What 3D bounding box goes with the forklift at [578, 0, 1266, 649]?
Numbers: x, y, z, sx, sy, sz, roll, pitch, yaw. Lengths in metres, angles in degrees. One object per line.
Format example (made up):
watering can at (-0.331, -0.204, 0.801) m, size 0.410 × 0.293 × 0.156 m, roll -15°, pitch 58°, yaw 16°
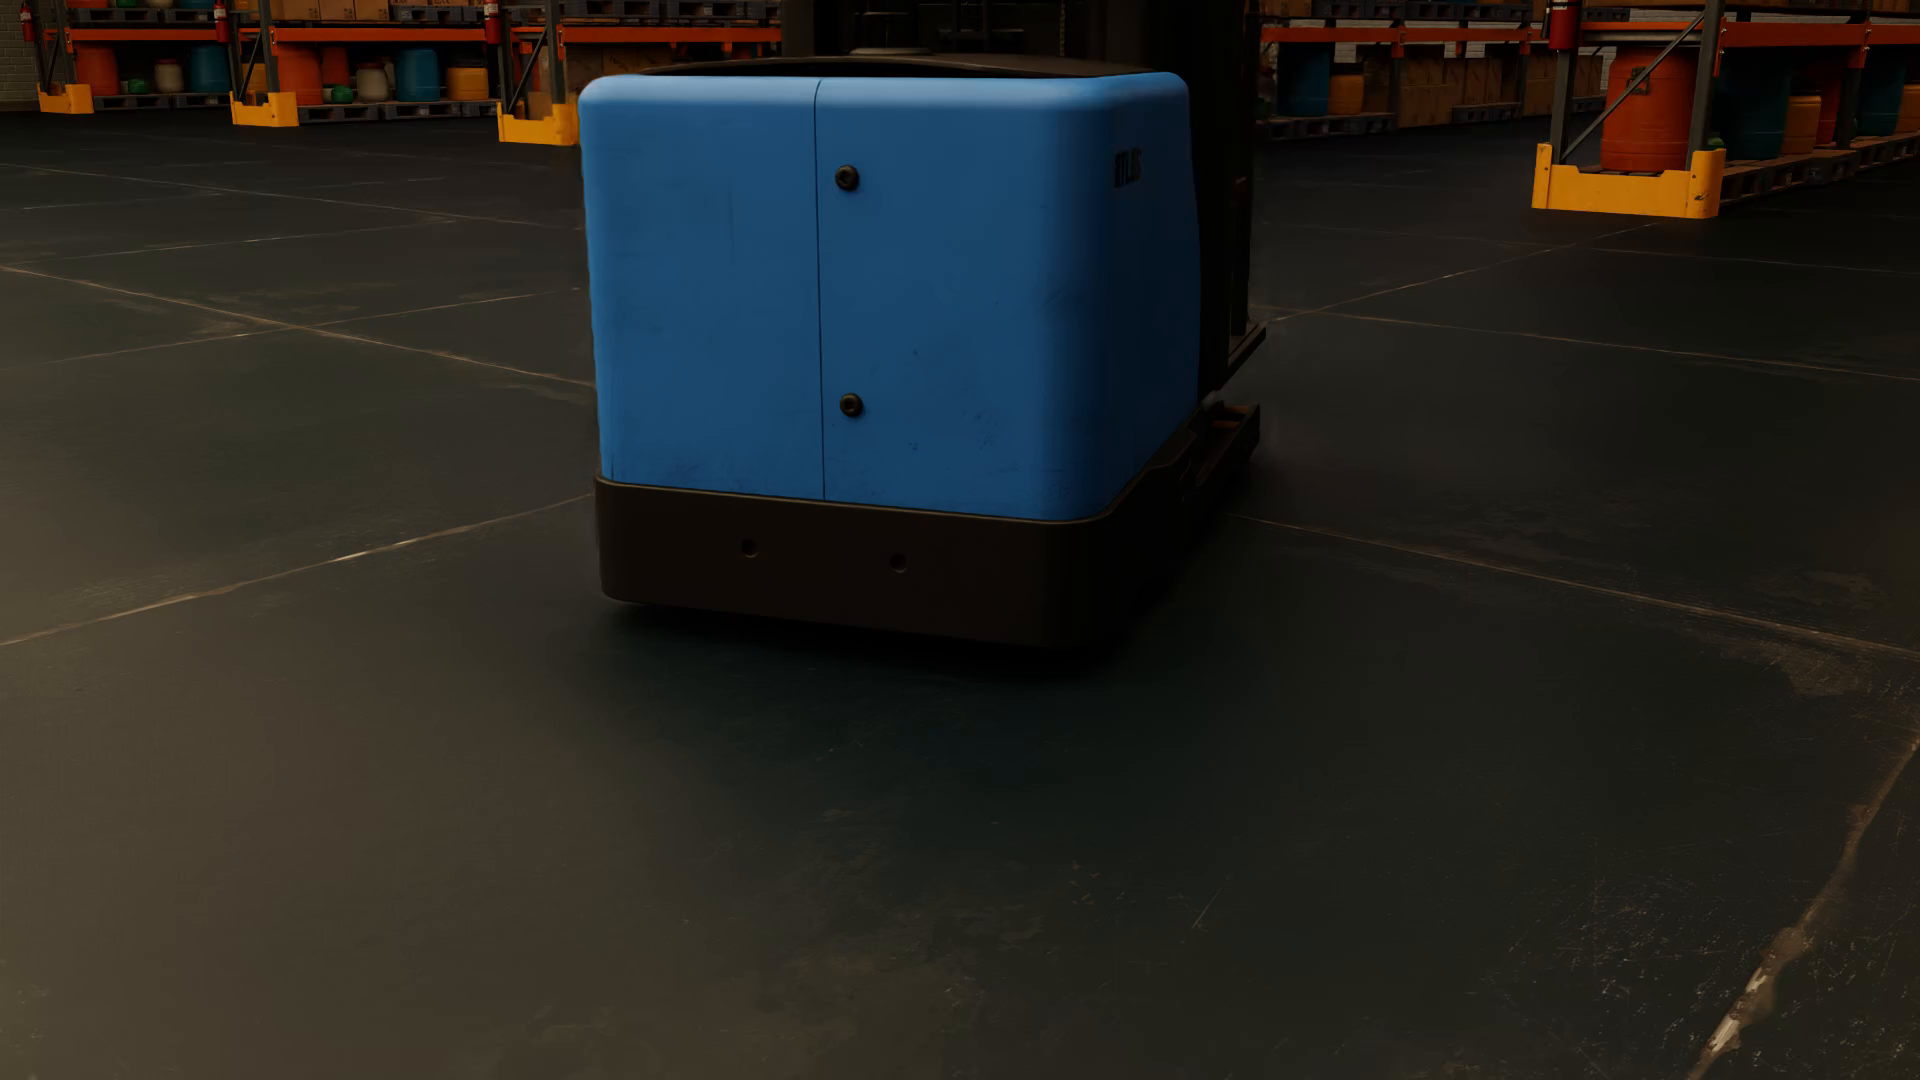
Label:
forklift at (0.210, -1.591, 4.138) m, size 1.130 × 2.935 × 3.031 m, roll 5°, pitch 18°, yaw 17°
